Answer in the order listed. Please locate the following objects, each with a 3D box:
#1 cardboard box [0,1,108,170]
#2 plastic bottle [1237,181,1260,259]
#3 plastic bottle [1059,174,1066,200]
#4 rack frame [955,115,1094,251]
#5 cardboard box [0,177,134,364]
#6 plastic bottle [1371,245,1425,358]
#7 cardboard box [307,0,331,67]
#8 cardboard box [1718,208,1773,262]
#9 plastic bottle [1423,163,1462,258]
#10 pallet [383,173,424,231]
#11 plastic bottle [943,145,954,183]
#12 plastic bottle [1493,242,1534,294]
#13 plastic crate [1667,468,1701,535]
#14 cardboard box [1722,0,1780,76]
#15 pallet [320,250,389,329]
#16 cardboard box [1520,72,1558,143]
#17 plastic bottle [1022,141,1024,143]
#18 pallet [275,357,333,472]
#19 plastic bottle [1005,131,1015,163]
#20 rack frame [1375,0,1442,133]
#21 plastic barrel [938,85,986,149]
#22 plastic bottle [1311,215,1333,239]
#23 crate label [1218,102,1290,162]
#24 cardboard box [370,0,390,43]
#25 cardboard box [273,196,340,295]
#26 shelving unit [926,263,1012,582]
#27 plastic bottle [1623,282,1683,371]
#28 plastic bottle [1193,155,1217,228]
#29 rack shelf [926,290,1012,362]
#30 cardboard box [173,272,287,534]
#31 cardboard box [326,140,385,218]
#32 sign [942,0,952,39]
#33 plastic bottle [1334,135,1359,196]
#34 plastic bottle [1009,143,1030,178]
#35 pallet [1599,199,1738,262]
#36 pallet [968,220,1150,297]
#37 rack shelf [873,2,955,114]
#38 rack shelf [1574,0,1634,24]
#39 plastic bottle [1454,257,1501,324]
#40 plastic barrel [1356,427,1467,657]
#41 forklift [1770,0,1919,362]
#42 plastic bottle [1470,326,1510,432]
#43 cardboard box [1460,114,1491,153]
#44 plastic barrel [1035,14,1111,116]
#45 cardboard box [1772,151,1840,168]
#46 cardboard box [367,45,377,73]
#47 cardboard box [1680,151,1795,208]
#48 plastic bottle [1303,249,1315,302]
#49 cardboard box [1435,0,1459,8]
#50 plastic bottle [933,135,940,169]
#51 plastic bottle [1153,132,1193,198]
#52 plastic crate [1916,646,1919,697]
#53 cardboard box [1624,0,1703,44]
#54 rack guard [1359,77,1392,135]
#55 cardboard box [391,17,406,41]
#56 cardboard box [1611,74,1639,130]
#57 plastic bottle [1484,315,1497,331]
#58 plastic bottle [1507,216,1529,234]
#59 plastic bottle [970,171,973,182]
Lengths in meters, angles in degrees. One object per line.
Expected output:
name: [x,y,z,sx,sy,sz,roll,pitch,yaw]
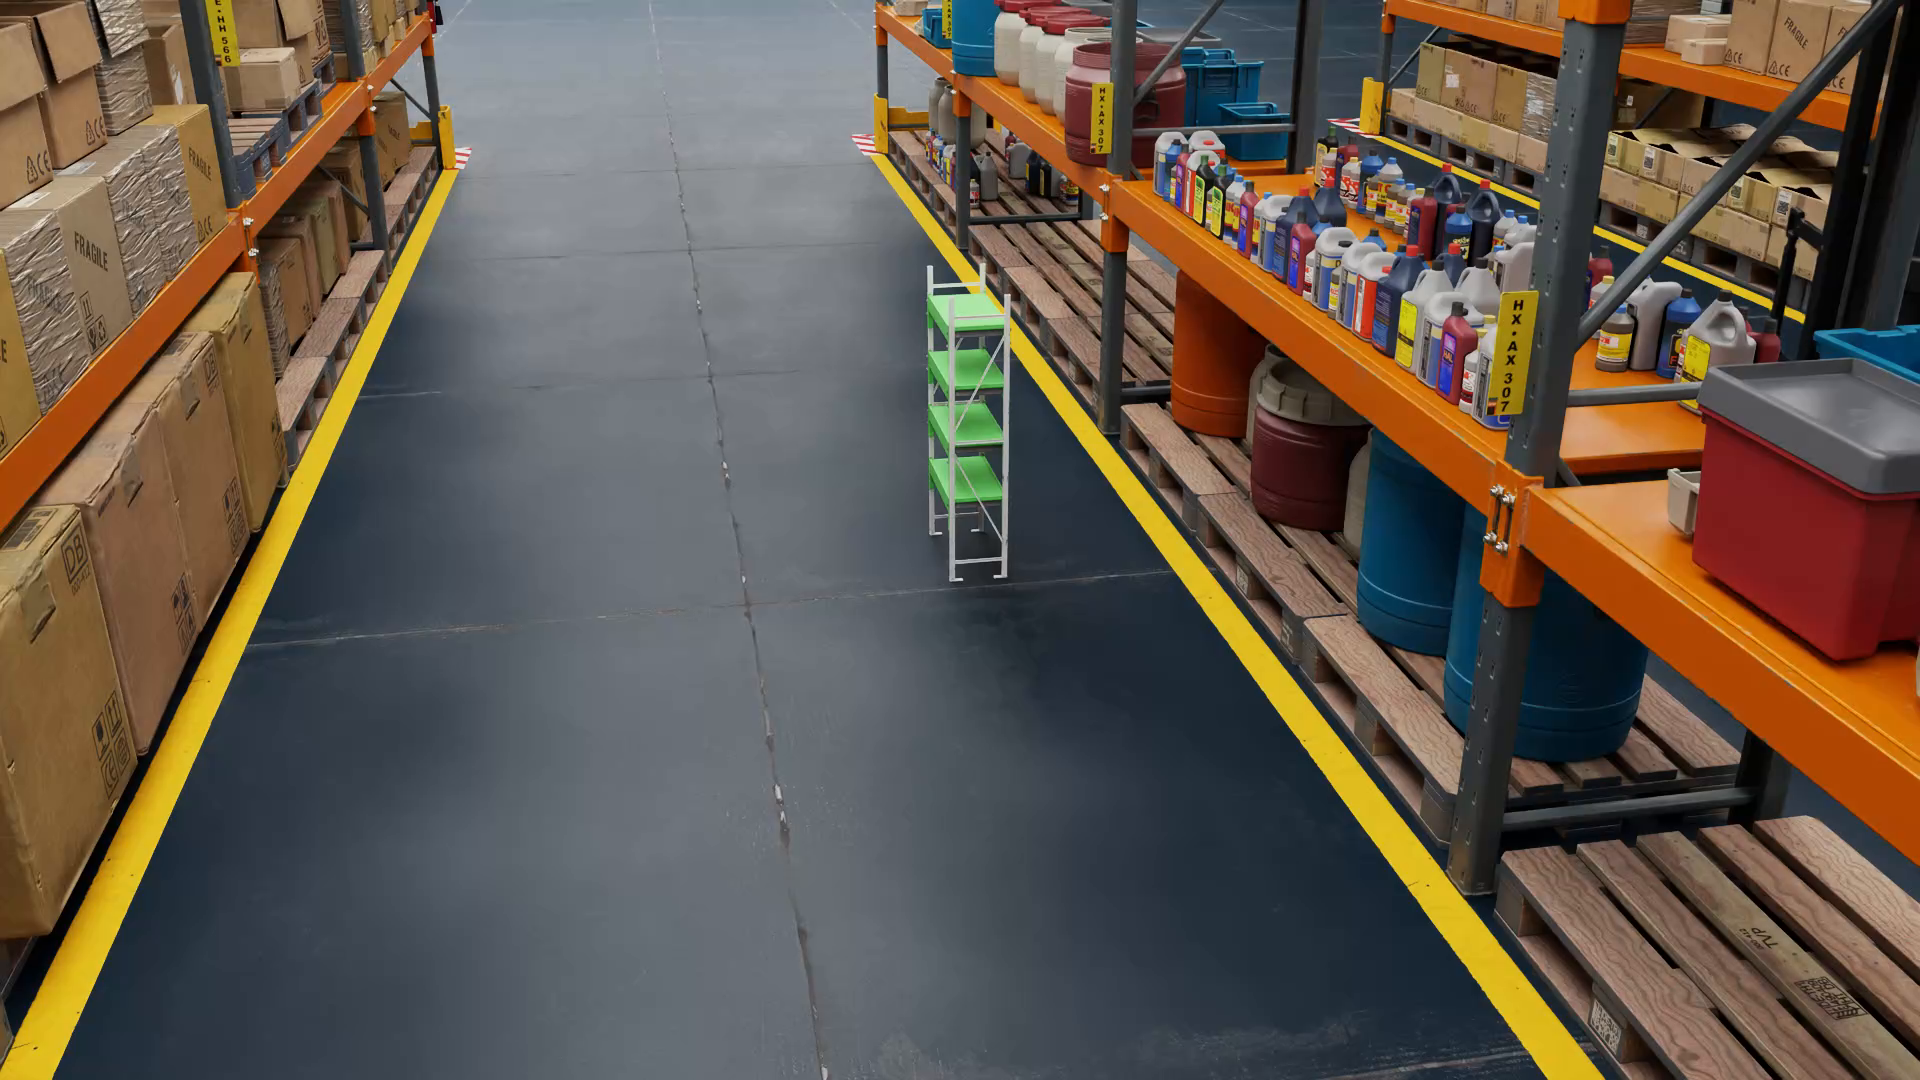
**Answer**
cardboard box: [-3.421,-1.555,5.683,0.797,0.503,0.637,-4,24,-9]
plastic bottle: [1.141,-1.255,6.522,0.061,0.283,0.133,-4,24,-10]
plastic bottle: [0.804,-2.691,12.611,0.097,0.201,0.097,0,24,0]
rack frame: [0.470,-3.534,11.594,1.000,3.000,0.127,-4,24,-10]
cardboard box: [-3.044,-0.864,5.355,0.500,0.500,0.500,-4,24,-9]
plastic bottle: [1.424,-0.775,5.338,0.144,0.351,0.185,-4,24,-10]
cardboard box: [-4.388,-3.312,9.812,1.000,1.000,1.000,-4,24,-9]
cardboard box: [5.455,-2.050,11.107,0.500,0.250,0.500,-4,24,-9]
plastic bottle: [1.904,-1.295,6.530,0.144,0.351,0.185,-4,24,-10]
pallet: [-4.785,-2.632,13.013,1.003,0.211,1.213,-4,24,-10]
plastic bottle: [-0.054,-2.986,13.193,0.152,0.276,0.135,-4,24,-9]
plastic bottle: [1.918,-0.894,5.704,0.152,0.276,0.135,-4,24,-10]
plastic crate: [1.895,-0.101,3.987,0.396,0.136,0.243,-4,24,-10]
cardboard box: [5.562,-3.435,11.241,0.500,0.500,0.500,-3,24,-6]
pallet: [-4.252,-1.584,10.612,1.003,0.211,1.213,-4,24,-10]
cardboard box: [4.957,-3.539,13.579,0.500,0.500,0.500,-4,24,-10]
plastic bottle: [0.581,-3.185,13.554,0.144,0.351,0.185,-3,24,-8]
pallet: [-3.801,-0.624,8.415,1.003,0.211,1.213,-4,24,-10]
plastic bottle: [0.416,-3.265,13.822,0.061,0.283,0.133,-4,24,-10]
rack frame: [4.599,-5.473,16.033,1.000,3.000,0.127,-4,24,-10]
plastic barrel: [0.020,-3.710,14.579,0.421,0.512,0.421,0,24,0]
plastic bottle: [1.317,-1.046,6.059,0.097,0.271,0.097,0,24,0]
crate label: [1.500,-2.078,8.468,0.303,0.233,0.416,-4,24,-10]
cardboard box: [-4.478,-3.731,11.548,0.875,0.500,0.500,-4,24,-10]
cardboard box: [-4.235,-1.792,10.178,0.700,0.500,0.500,-4,24,-10]
shelving unit: [0.031,-0.485,6.861,0.258,1.200,0.503,-4,24,-10]
plastic bottle: [2.171,-0.685,5.225,0.152,0.276,0.135,-4,24,-10]
plastic bottle: [1.038,-1.475,7.026,0.061,0.283,0.133,-4,24,-10]
rack shelf: [0.031,-0.866,6.694,0.258,0.148,0.480,-4,24,-10]
cardboard box: [-3.551,-0.540,6.869,1.225,0.875,0.875,-5,24,-12]
cardboard box: [-4.545,-2.600,12.053,0.500,0.500,0.500,3,24,7]
sign: [-0.073,-3.625,11.456,0.100,0.325,0.005,-4,24,-10]
plastic bottle: [1.747,-1.689,7.515,0.061,0.283,0.133,-4,24,-10]
plastic bottle: [0.474,-3.056,13.354,0.152,0.276,0.135,-4,24,-10]
pallet: [5.513,-2.335,12.332,1.003,0.211,1.213,-4,24,-10]
pallet: [0.653,-1.950,11.452,1.003,0.211,1.213,-4,24,-10]
rack shelf: [0.100,-3.991,13.540,1.077,0.370,4.000,-4,24,-10]
rack shelf: [2.319,-0.646,2.132,1.077,0.370,4.000,-4,24,-10]
plastic bottle: [1.600,-0.713,5.196,0.144,0.351,0.185,-4,24,-10]
plastic barrel: [1.735,-0.112,5.856,0.600,0.901,0.708,-4,24,-10]
forklift: [4.012,-1.366,6.715,1.130,2.935,3.031,4,24,8]
plastic bottle: [1.559,-0.462,4.714,0.152,0.276,0.135,-4,24,-10]
cardboard box: [4.755,-3.588,14.627,0.500,0.250,0.500,-4,24,-10]
plastic barrel: [0.647,-2.745,9.618,0.433,0.535,0.433,0,24,0]
cardboard box: [5.888,-2.550,11.551,0.500,0.311,0.500,-4,24,-10]
cardboard box: [-4.175,-3.259,11.277,0.380,0.149,0.250,-4,24,-10]
cardboard box: [5.355,-2.507,11.452,0.500,0.311,0.500,-5,24,-11]
plastic bottle: [1.282,-0.957,5.942,0.097,0.201,0.097,0,24,0]
cardboard box: [4.775,-5.128,15.118,0.700,0.500,0.500,-4,24,-8]
plastic bottle: [-0.177,-3.188,13.660,0.097,0.271,0.097,0,24,0]
plastic bottle: [0.972,-1.710,7.572,0.152,0.276,0.135,-4,24,-10]
plastic crate: [2.051,0.254,2.995,0.437,0.282,0.530,-4,24,-10]
cardboard box: [5.250,-4.119,12.809,0.700,0.500,0.500,-5,24,-11]
rack guard: [4.595,-4.337,16.555,1.175,0.500,0.348,-4,24,-10]
cardboard box: [-4.501,-3.947,12.853,0.380,0.149,0.250,-4,24,-10]
cardboard box: [5.460,-3.577,13.666,0.500,0.500,0.500,-4,24,-10]
plastic bottle: [1.610,-0.588,5.096,0.097,0.201,0.097,0,24,0]
plastic bottle: [2.030,-1.042,6.049,0.097,0.271,0.097,0,24,0]
plastic bottle: [0.057,-2.656,12.427,0.061,0.283,0.133,-3,24,-7]
